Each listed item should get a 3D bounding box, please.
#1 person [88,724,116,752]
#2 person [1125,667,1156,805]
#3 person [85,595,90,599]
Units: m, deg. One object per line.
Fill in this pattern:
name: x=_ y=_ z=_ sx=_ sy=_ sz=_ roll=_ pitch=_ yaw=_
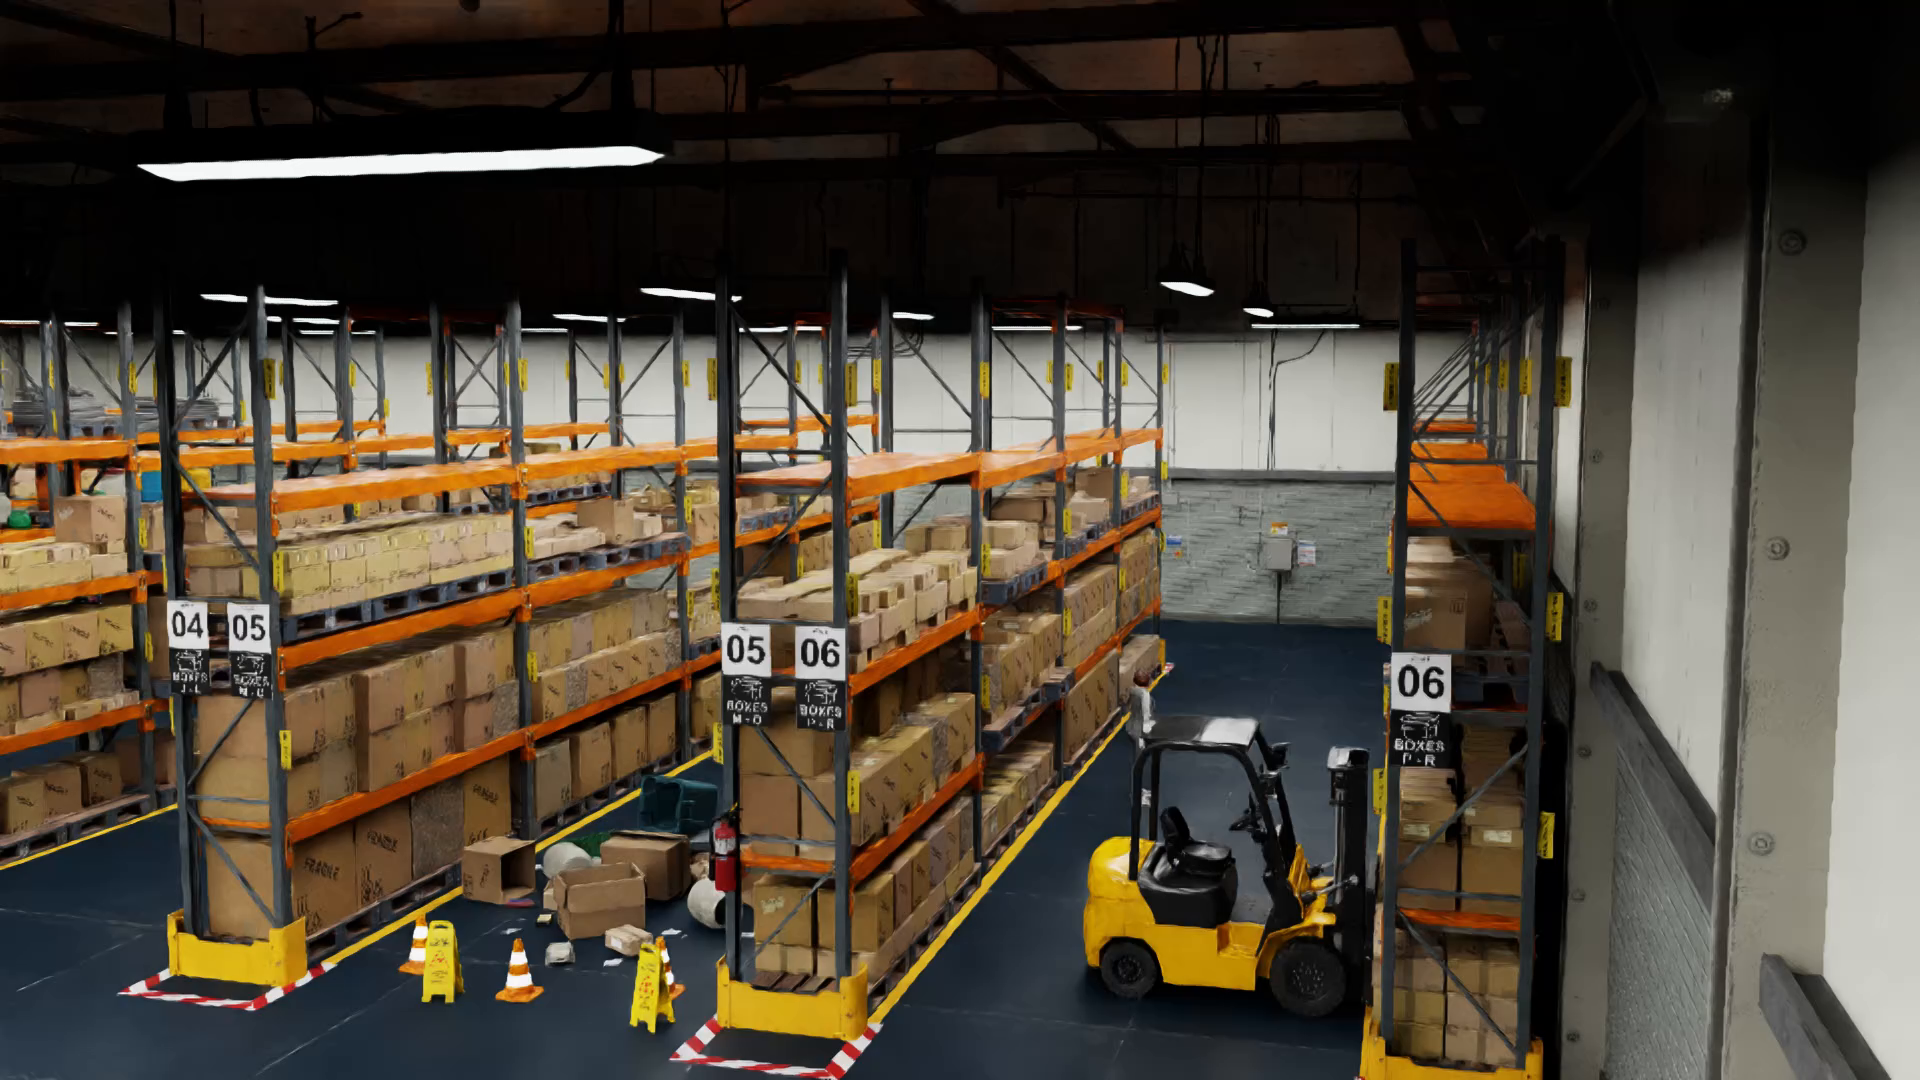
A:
person: x=-10.812 y=2.070 z=20.884 sx=0.659 sy=1.762 sz=0.575 roll=-6 pitch=8 yaw=-43
person: x=2.148 y=2.289 z=19.599 sx=0.392 sy=1.602 sz=0.475 roll=-2 pitch=6 yaw=-19
person: x=-17.879 y=0.813 z=33.641 sx=0.497 sy=1.588 sz=1.095 roll=2 pitch=6 yaw=18
